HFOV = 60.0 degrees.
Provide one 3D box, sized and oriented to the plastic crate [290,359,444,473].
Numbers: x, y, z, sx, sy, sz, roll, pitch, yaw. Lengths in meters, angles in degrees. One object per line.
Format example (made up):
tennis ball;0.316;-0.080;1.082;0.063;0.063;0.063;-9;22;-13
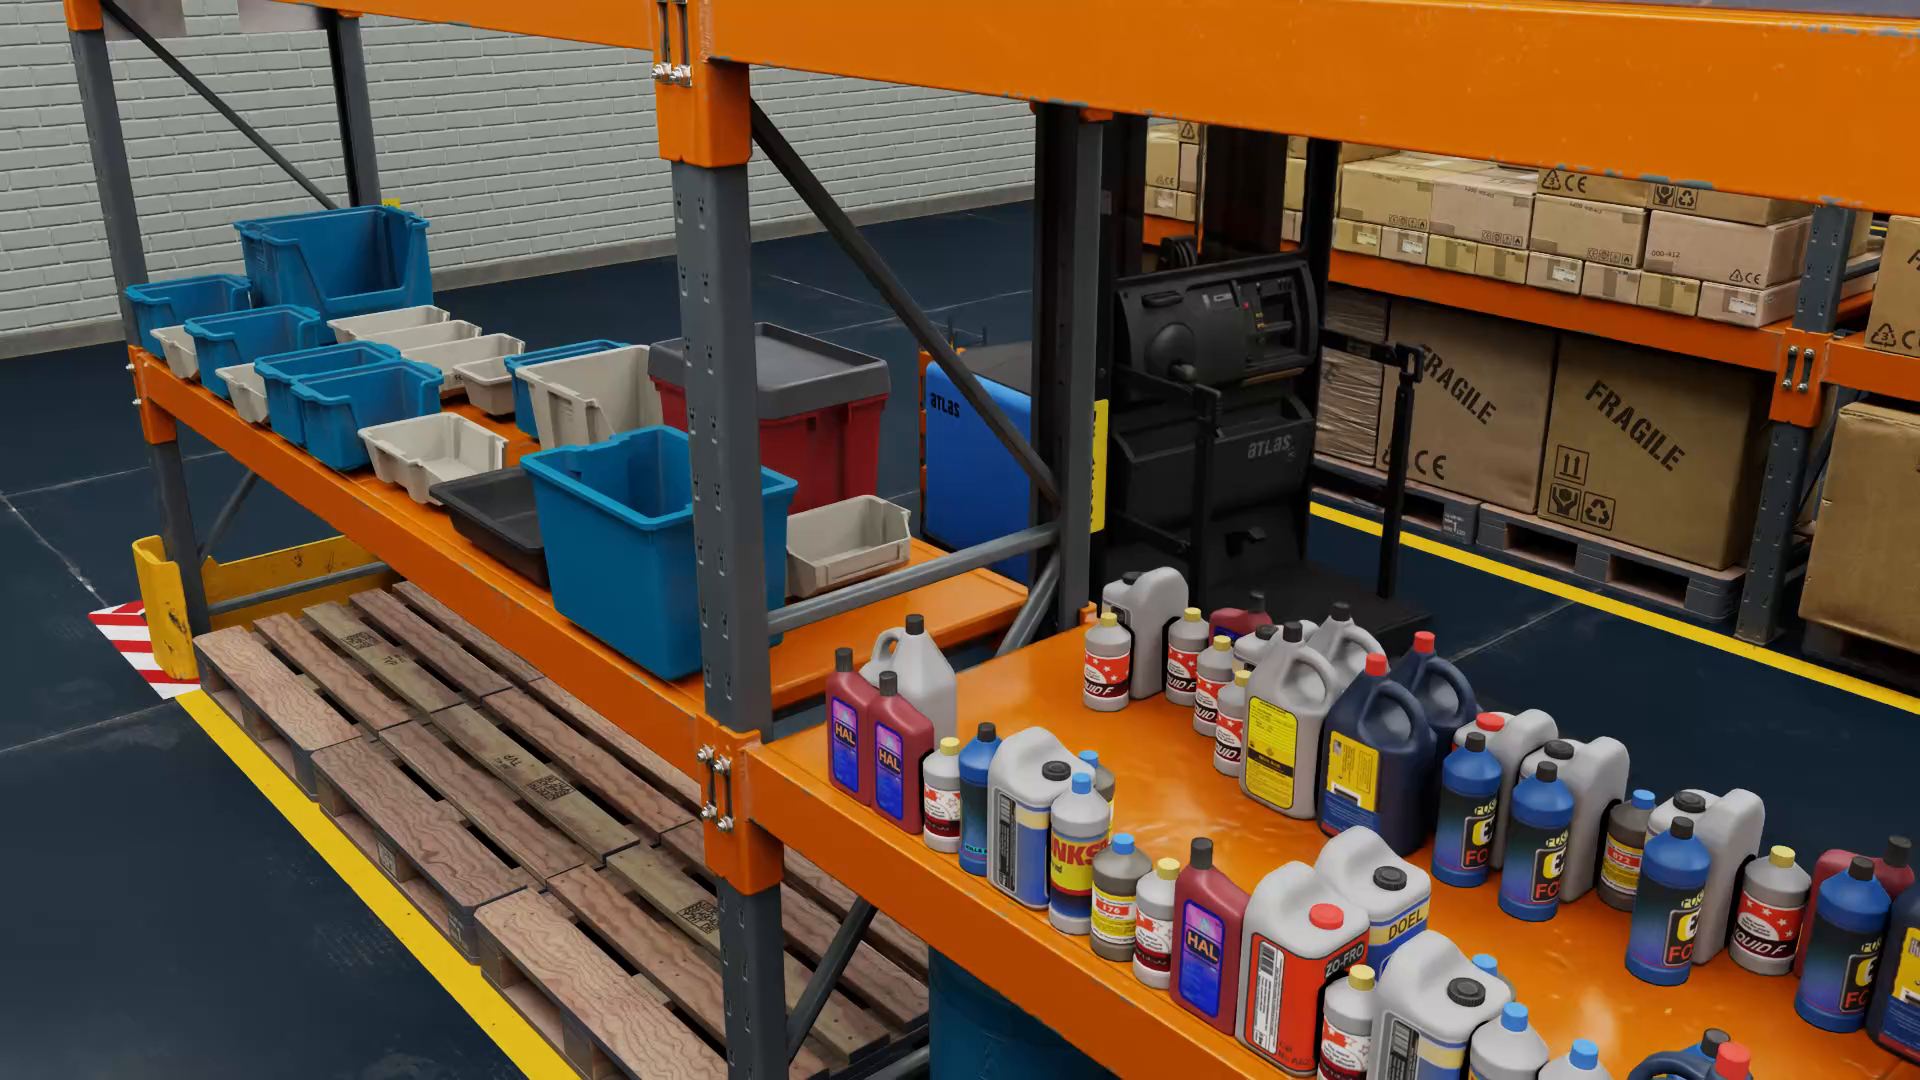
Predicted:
plastic crate;-1.754;-0.370;4.962;0.416;0.233;0.300;-17;27;-37

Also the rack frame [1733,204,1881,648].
rack frame;3.642;-1.087;6.646;1.000;3.000;0.127;-17;27;-37

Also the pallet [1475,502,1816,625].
pallet;3.205;-0.017;7.739;1.003;0.211;1.213;-17;27;-37

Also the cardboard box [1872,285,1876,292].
cardboard box;6.215;-1.637;10.975;0.380;0.149;0.250;-19;28;-40

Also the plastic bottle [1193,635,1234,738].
plastic bottle;0.530;0.293;3.394;0.097;0.201;0.097;0;21;0

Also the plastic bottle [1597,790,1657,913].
plastic bottle;1.144;0.520;2.817;0.097;0.201;0.097;0;21;0

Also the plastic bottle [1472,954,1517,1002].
plastic bottle;0.742;0.688;2.386;0.097;0.201;0.097;0;21;0

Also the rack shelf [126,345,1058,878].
rack shelf;-1.416;-0.125;5.178;1.077;0.370;4.000;-17;27;-37

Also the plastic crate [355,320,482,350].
plastic crate;-1.873;-0.652;5.816;0.396;0.136;0.243;-17;27;-37

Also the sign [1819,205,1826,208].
sign;3.223;-1.394;6.135;0.100;0.325;0.005;-17;27;-37

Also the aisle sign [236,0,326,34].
aisle sign;-2.546;-2.313;6.212;0.394;0.787;0.004;-17;27;-37

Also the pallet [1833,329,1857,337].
pallet;6.200;-1.456;11.411;1.003;0.211;1.213;-17;27;-37

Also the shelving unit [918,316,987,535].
shelving unit;-0.035;-0.504;7.830;0.215;1.050;0.252;-17;27;-37

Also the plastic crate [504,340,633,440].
plastic crate;-1.186;-0.457;5.184;0.416;0.233;0.300;-17;27;-37

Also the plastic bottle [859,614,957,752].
plastic bottle;-0.099;0.301;3.171;0.144;0.351;0.185;-17;27;-37

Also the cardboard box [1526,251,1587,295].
cardboard box;2.692;-1.189;7.252;0.380;0.149;0.250;-17;27;-36

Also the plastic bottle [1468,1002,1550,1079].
plastic bottle;0.714;0.729;2.186;0.097;0.271;0.097;0;21;0

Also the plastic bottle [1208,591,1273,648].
plastic bottle;0.578;0.231;3.440;0.061;0.283;0.133;-17;27;-37

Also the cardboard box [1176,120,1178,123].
cardboard box;1.548;-2.538;9.120;0.500;0.500;0.500;-17;27;-37

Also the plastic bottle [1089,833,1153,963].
plastic bottle;0.261;0.570;2.689;0.097;0.201;0.097;0;21;0

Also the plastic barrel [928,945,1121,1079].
plastic barrel;0.232;1.028;3.548;0.600;0.901;0.708;-17;27;-37

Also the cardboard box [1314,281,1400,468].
cardboard box;2.104;-0.989;8.734;0.875;0.875;0.875;-17;27;-37

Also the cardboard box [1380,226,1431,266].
cardboard box;2.191;-1.402;7.794;0.380;0.149;0.250;-17;27;-37

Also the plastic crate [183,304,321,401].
plastic crate;-2.380;-0.634;5.638;0.416;0.233;0.300;-17;27;-37

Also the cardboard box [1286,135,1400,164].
cardboard box;1.809;-2.133;8.087;0.500;0.500;0.500;-18;28;-39

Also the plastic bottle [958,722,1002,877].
plastic bottle;0.046;0.446;2.908;0.097;0.271;0.097;0;21;0

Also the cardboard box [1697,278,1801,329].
cardboard box;3.195;-0.976;6.708;0.380;0.149;0.250;-17;27;-37

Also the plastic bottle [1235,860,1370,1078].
plastic bottle;0.508;0.624;2.447;0.152;0.276;0.135;-17;27;-37

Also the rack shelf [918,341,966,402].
rack shelf;-0.035;-0.758;7.731;0.215;0.259;0.240;-17;27;-37

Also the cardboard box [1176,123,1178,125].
cardboard box;1.549;-2.190;9.260;0.500;0.250;0.500;-18;28;-38

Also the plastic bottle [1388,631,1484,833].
plastic bottle;0.859;0.342;3.065;0.144;0.351;0.185;-17;27;-37

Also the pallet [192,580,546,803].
pallet;-2.212;0.523;6.360;1.003;0.211;1.213;-17;27;-37

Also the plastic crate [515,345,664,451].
plastic crate;-0.967;-0.346;4.835;0.437;0.282;0.530;-17;27;-37

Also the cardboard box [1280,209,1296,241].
cardboard box;1.685;-1.615;8.339;0.380;0.149;0.250;-18;28;-38

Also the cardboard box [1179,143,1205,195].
cardboard box;1.484;-1.922;8.575;0.500;0.250;0.500;-18;28;-38

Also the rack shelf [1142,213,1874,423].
rack shelf;2.337;-1.305;8.188;1.077;0.370;4.000;-17;27;-37

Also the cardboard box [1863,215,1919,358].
cardboard box;3.753;-0.947;6.151;0.500;0.500;0.500;-17;27;-37

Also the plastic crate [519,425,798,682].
plastic crate;-0.673;0.024;3.750;0.392;0.384;0.575;-17;27;-37

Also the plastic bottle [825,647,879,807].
plastic bottle;-0.194;0.349;3.139;0.061;0.283;0.133;-17;27;-37

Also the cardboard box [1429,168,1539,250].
cardboard box;2.482;-1.498;7.495;0.500;0.250;0.500;-17;27;-36

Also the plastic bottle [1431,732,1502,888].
plastic bottle;0.877;0.459;2.875;0.097;0.271;0.097;0;21;0

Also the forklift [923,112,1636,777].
forklift;1.085;-0.786;5.972;1.130;2.935;3.031;-14;25;-32

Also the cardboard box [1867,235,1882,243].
cardboard box;6.205;-2.033;11.579;0.380;0.149;0.250;-19;28;-39

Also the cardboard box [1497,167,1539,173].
cardboard box;2.871;-1.628;7.826;0.500;0.250;0.500;-17;27;-36

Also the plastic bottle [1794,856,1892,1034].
plastic bottle;1.336;0.602;2.509;0.097;0.271;0.097;0;21;0

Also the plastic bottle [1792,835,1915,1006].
plastic bottle;1.385;0.573;2.568;0.061;0.283;0.133;-17;27;-37
